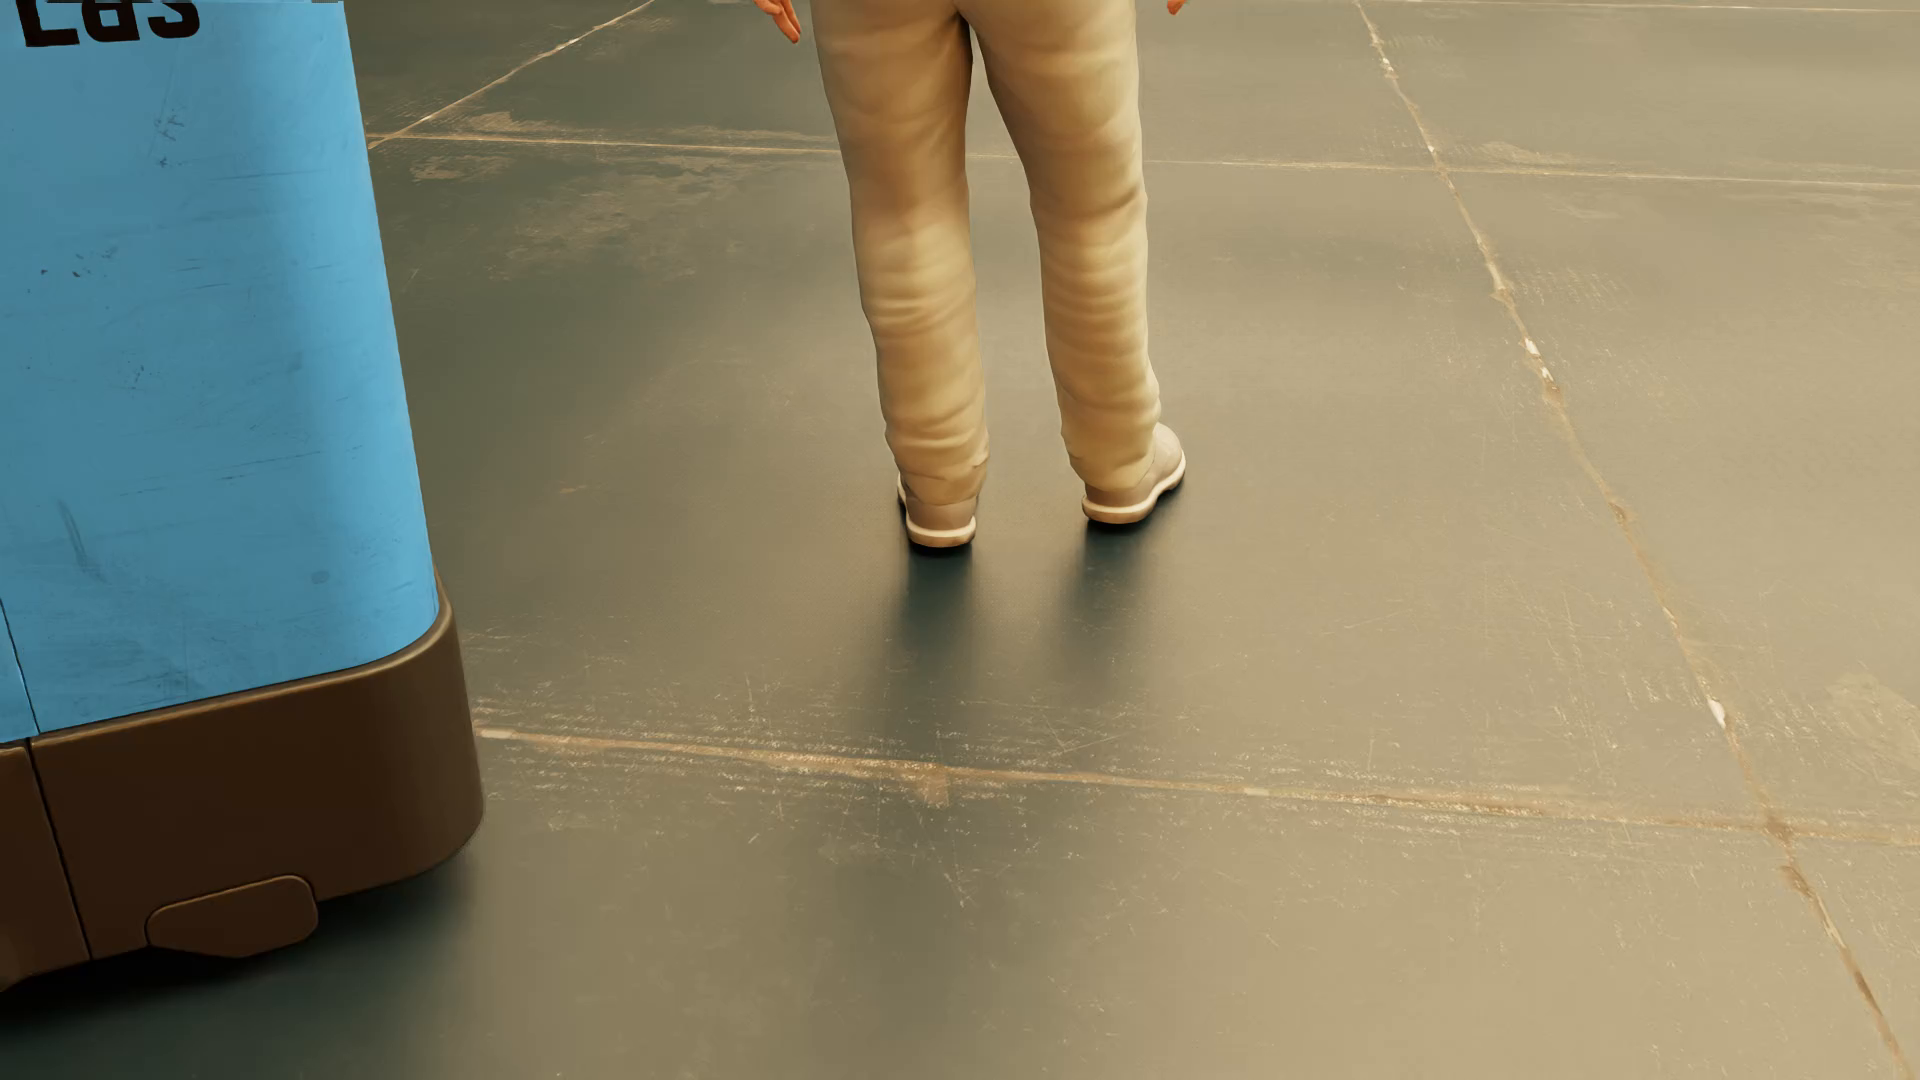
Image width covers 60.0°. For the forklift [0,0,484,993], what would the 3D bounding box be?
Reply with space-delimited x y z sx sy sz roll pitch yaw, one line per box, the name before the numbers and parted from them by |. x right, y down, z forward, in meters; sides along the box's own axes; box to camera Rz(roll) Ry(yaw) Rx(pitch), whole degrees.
forklift | -2.060 -0.847 0.914 3.031 2.935 1.130 -12 29 -23

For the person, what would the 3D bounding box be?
person | 0.022 -0.837 2.167 0.640 1.780 0.575 3 27 7
